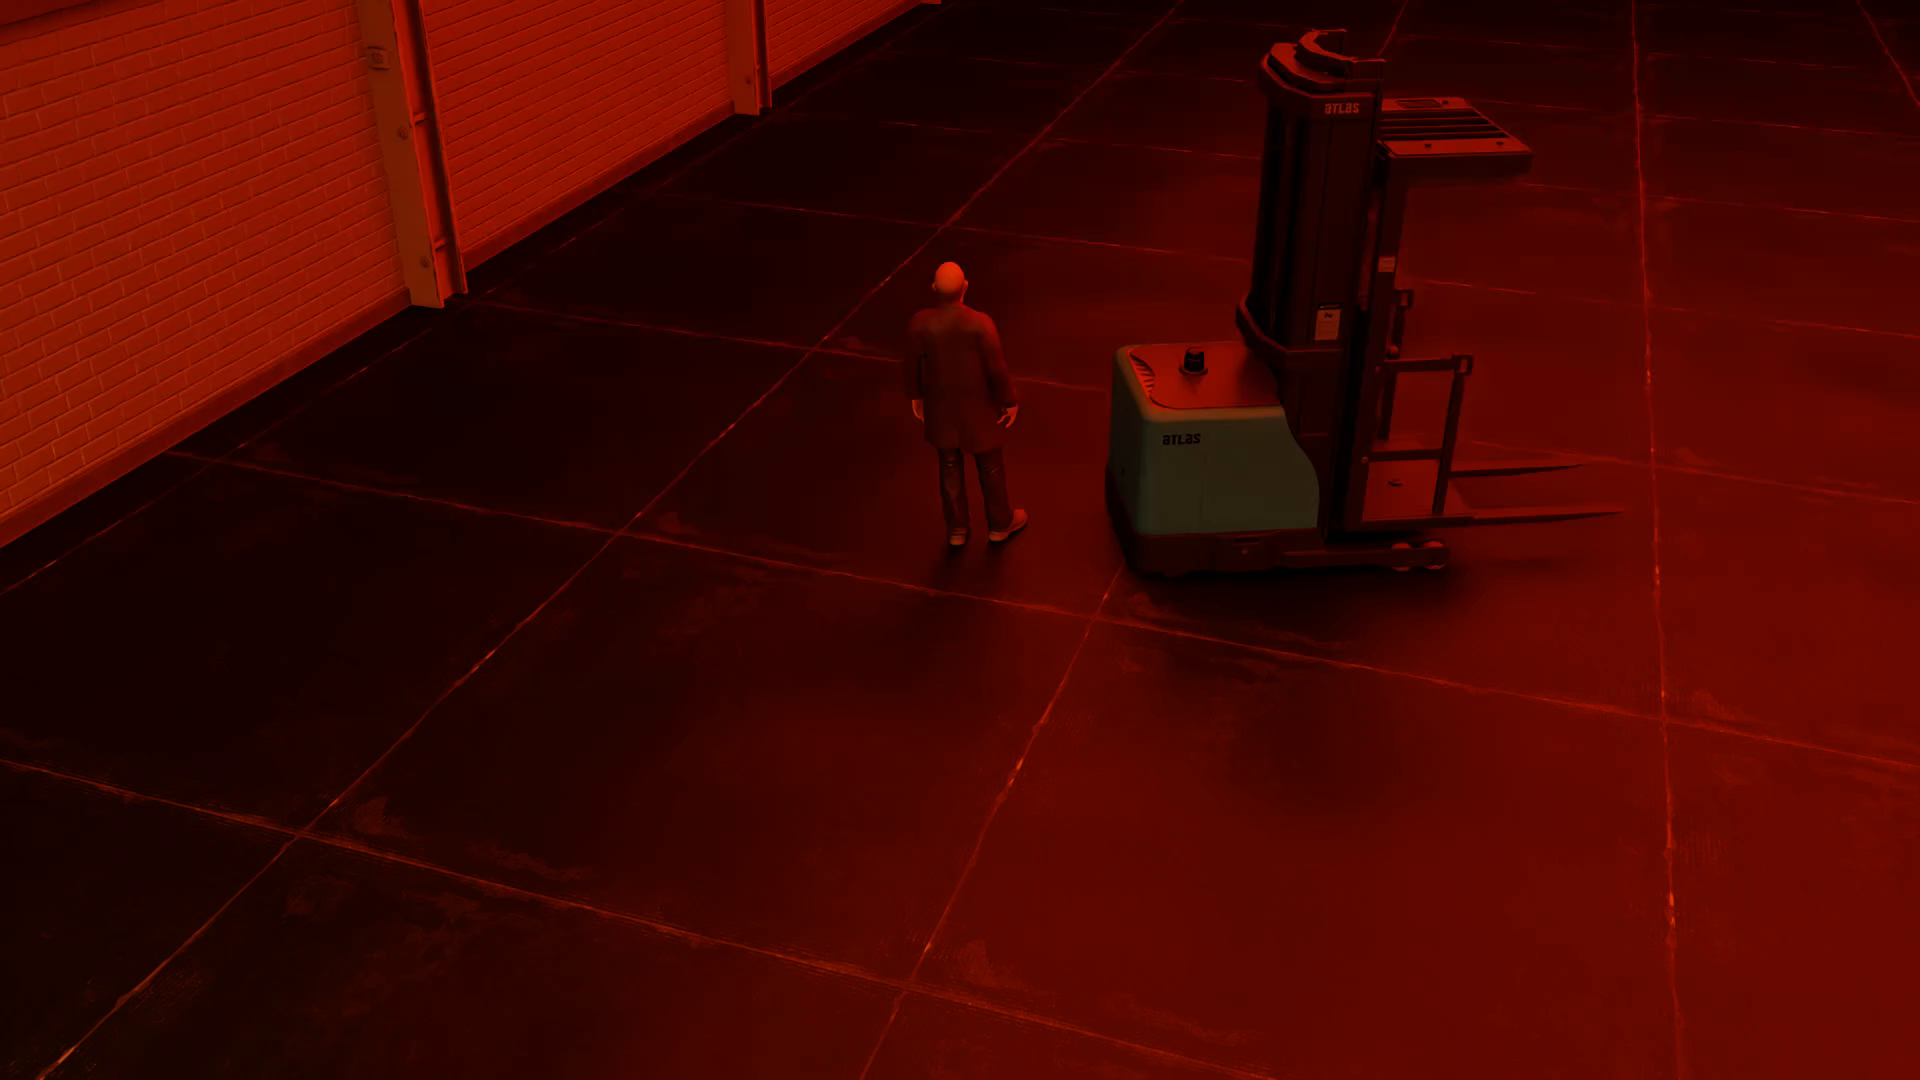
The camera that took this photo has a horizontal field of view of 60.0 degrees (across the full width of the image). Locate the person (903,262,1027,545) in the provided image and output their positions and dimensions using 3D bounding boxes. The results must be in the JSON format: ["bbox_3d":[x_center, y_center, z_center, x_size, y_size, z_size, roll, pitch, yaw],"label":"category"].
[{"bbox_3d":[0.033,-0.821,9.727,0.698,1.778,0.579,10,31,16],"label":"person"}]

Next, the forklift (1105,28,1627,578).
[{"bbox_3d":[2.457,-1.348,9.500,3.031,2.935,1.130,-3,30,-5],"label":"forklift"}]
